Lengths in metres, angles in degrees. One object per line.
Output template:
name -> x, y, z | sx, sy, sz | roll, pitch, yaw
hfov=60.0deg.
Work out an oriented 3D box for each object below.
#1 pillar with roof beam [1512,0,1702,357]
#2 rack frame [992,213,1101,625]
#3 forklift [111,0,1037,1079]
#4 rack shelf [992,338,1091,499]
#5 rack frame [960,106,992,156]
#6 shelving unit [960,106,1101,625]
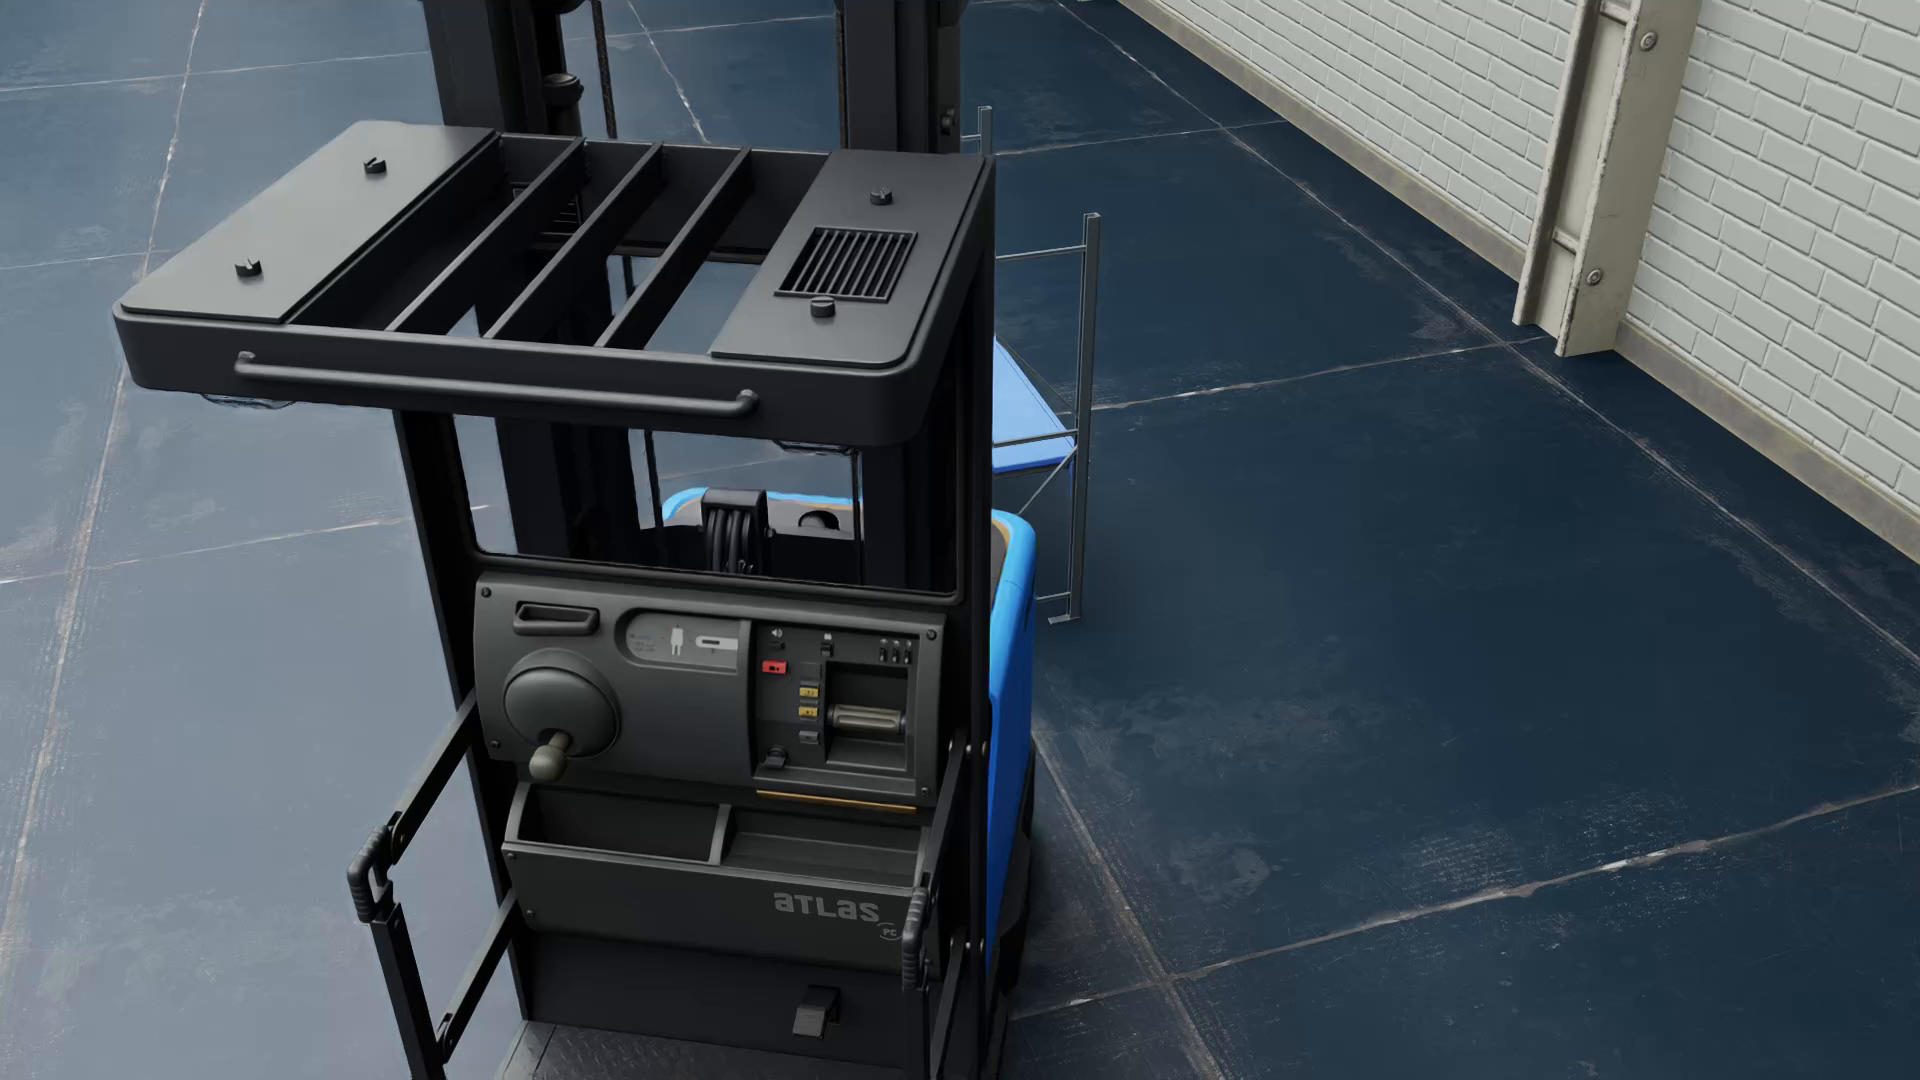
pillar with roof beam -> -1.303, -3.984, 4.116 | 9.100, 9.000, 0.400 | -10, 35, -15
rack frame -> 0.181, -0.314, 5.365 | 0.500, 1.500, 0.032 | -10, 35, -15
forklift -> -0.525, 0.357, 3.051 | 1.130, 2.935, 3.031 | 5, 34, 8
rack shelf -> 0.026, -0.431, 5.868 | 0.538, 0.185, 1.000 | -10, 35, -15
rack frame -> -0.129, -0.848, 6.173 | 0.500, 1.500, 0.032 | -10, 35, -15
shelving unit -> 0.026, -0.581, 5.769 | 0.538, 1.500, 1.048 | -10, 35, -15
